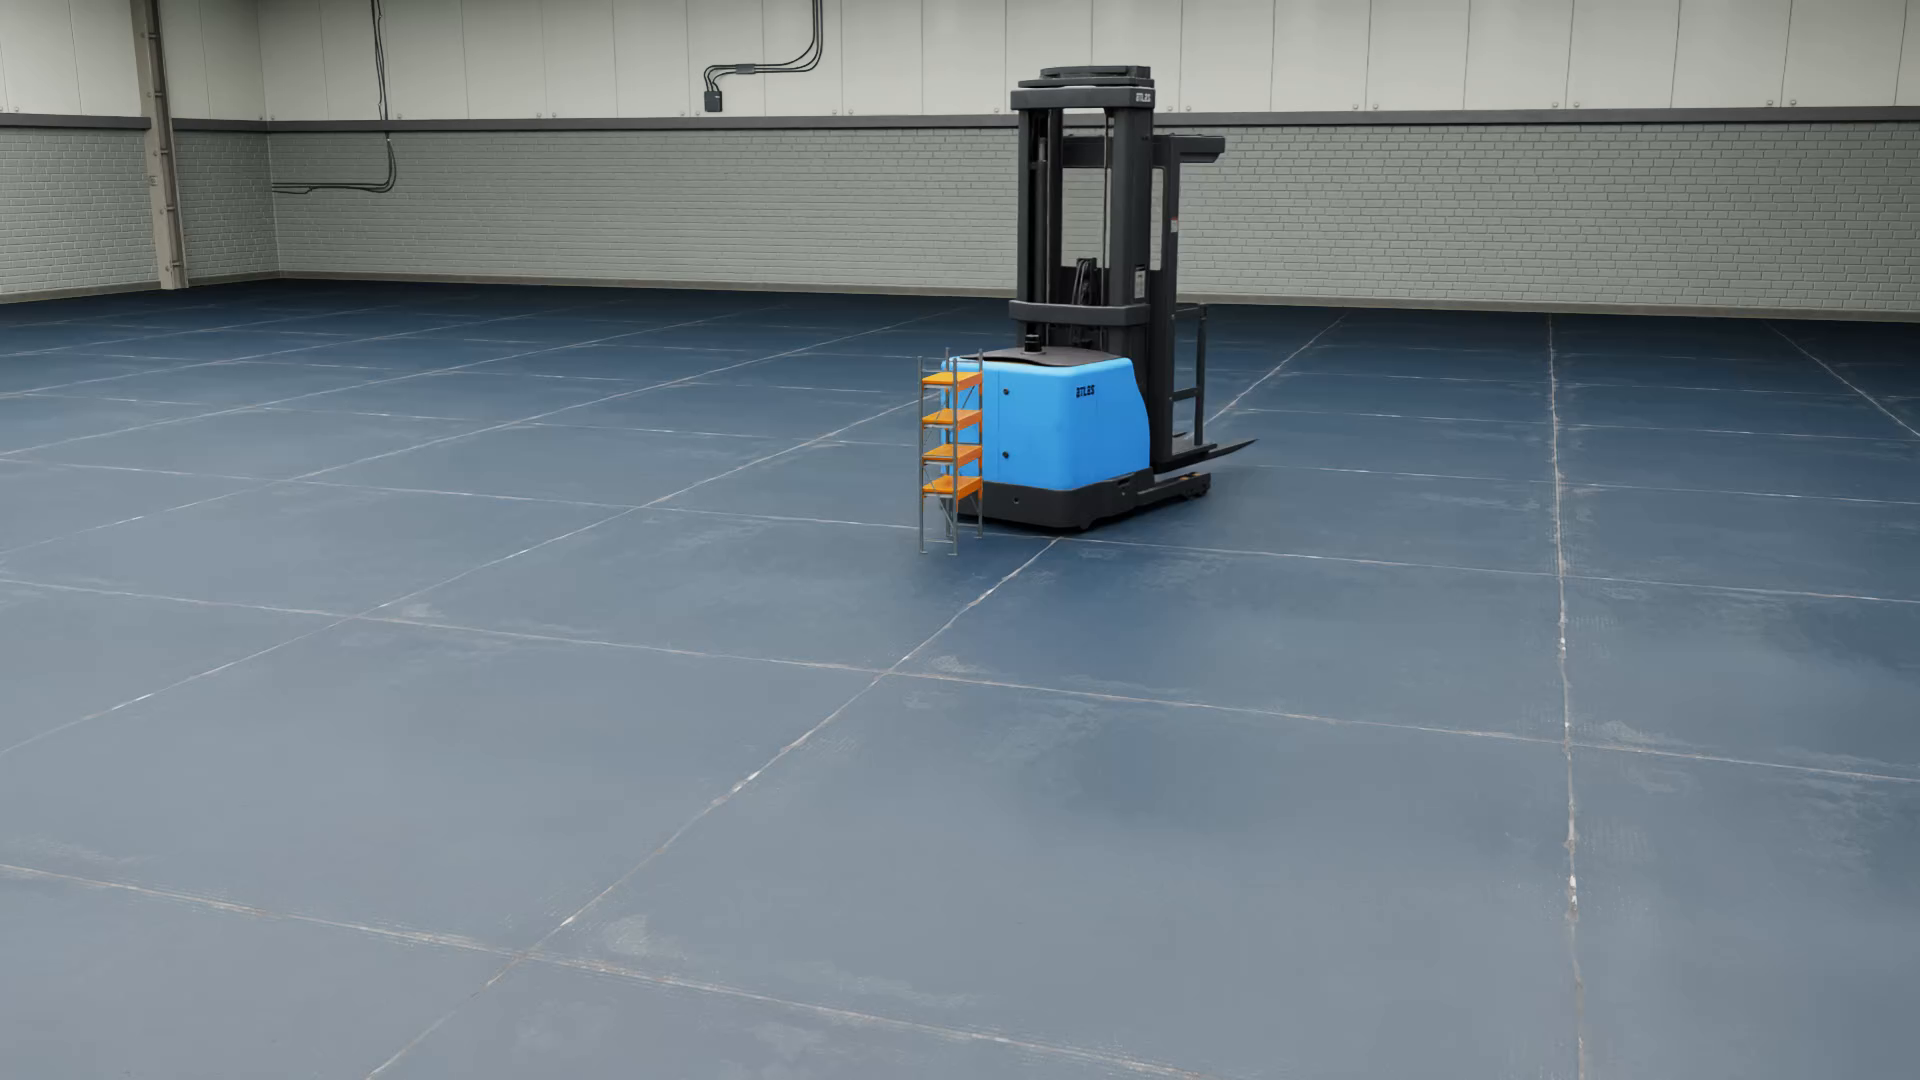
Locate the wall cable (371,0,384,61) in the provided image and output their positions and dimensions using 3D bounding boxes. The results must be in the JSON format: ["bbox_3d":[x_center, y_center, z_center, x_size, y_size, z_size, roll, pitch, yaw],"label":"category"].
[{"bbox_3d":[-9.925,-10.370,31.327,3.097,2.526,0.112,4,14,18],"label":"wall cable"}]

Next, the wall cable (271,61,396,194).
[{"bbox_3d":[-12.485,-8.103,32.743,3.097,2.526,0.112,4,14,18],"label":"wall cable"}]

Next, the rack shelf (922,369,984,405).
[{"bbox_3d":[-0.054,-0.933,10.114,0.258,0.148,0.480,4,14,18],"label":"rack shelf"}]

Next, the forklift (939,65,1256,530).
[{"bbox_3d":[1.138,-1.767,11.642,1.130,2.935,3.031,9,16,35],"label":"forklift"}]

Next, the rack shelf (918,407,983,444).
[{"bbox_3d":[-0.054,-0.703,10.167,0.258,0.148,0.480,4,14,18],"label":"rack shelf"}]

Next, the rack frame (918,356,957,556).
[{"bbox_3d":[-0.132,-0.499,9.977,0.240,1.200,0.015,4,14,18],"label":"rack frame"}]

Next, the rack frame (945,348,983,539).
[{"bbox_3d":[0.025,-0.601,10.427,0.240,1.200,0.015,4,14,18],"label":"rack frame"}]

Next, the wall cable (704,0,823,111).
[{"bbox_3d":[-3.507,-10.588,29.010,2.305,6.003,0.169,4,14,18],"label":"wall cable"}]

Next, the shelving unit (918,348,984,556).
[{"bbox_3d":[-0.054,-0.550,10.202,0.258,1.200,0.503,4,14,18],"label":"shelving unit"}]

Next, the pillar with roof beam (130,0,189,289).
[{"bbox_3d":[-10.616,-8.781,28.739,9.100,9.000,0.400,4,14,18],"label":"pillar with roof beam"}]

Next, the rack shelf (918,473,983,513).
[{"bbox_3d":[-0.054,-0.291,10.261,0.258,0.148,0.480,4,14,18],"label":"rack shelf"}]

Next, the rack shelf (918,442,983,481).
[{"bbox_3d":[-0.054,-0.485,10.217,0.258,0.148,0.480,4,14,18],"label":"rack shelf"}]
